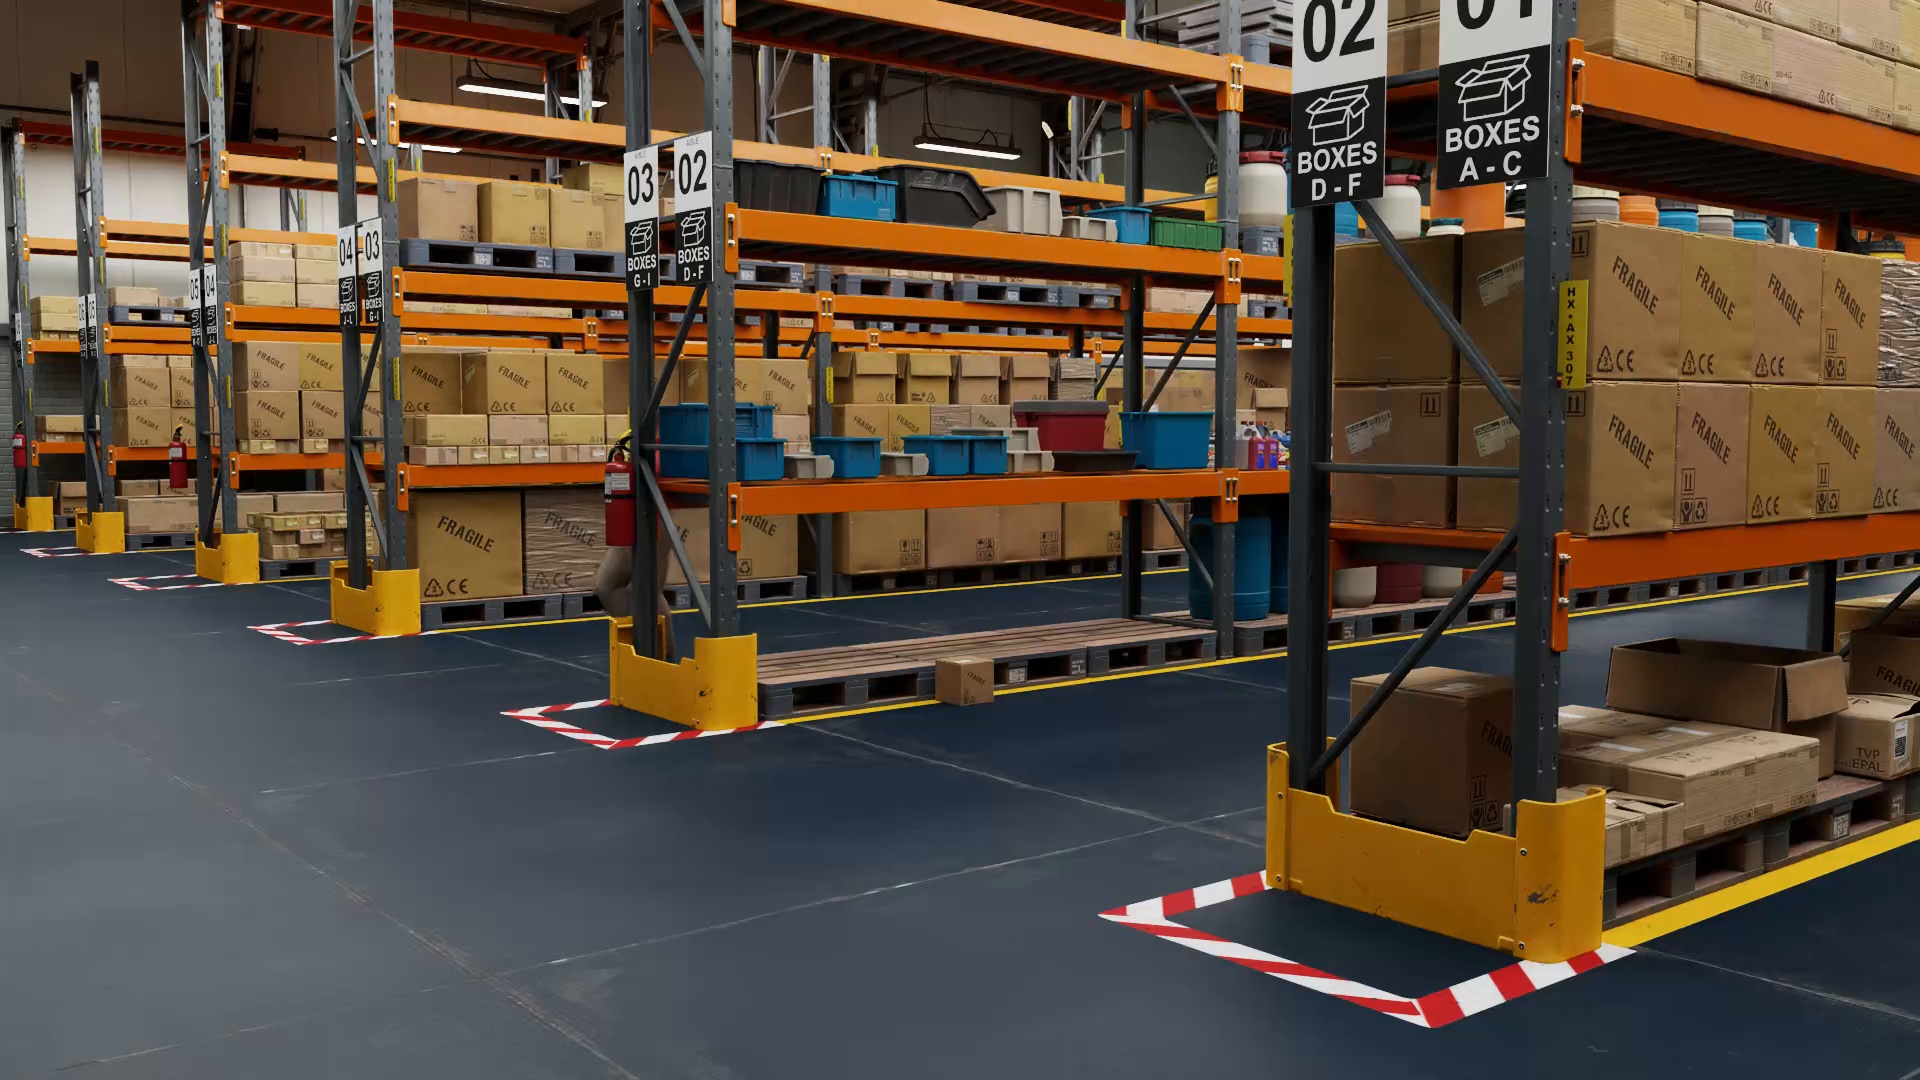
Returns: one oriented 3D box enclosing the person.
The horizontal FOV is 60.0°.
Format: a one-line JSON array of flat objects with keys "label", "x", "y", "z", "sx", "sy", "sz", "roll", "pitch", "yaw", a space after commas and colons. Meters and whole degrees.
[{"label": "person", "x": -2.101, "y": 0.030, "z": 10.799, "sx": 0.481, "sy": 1.786, "sz": 0.578, "roll": -2, "pitch": 5, "yaw": -23}]
